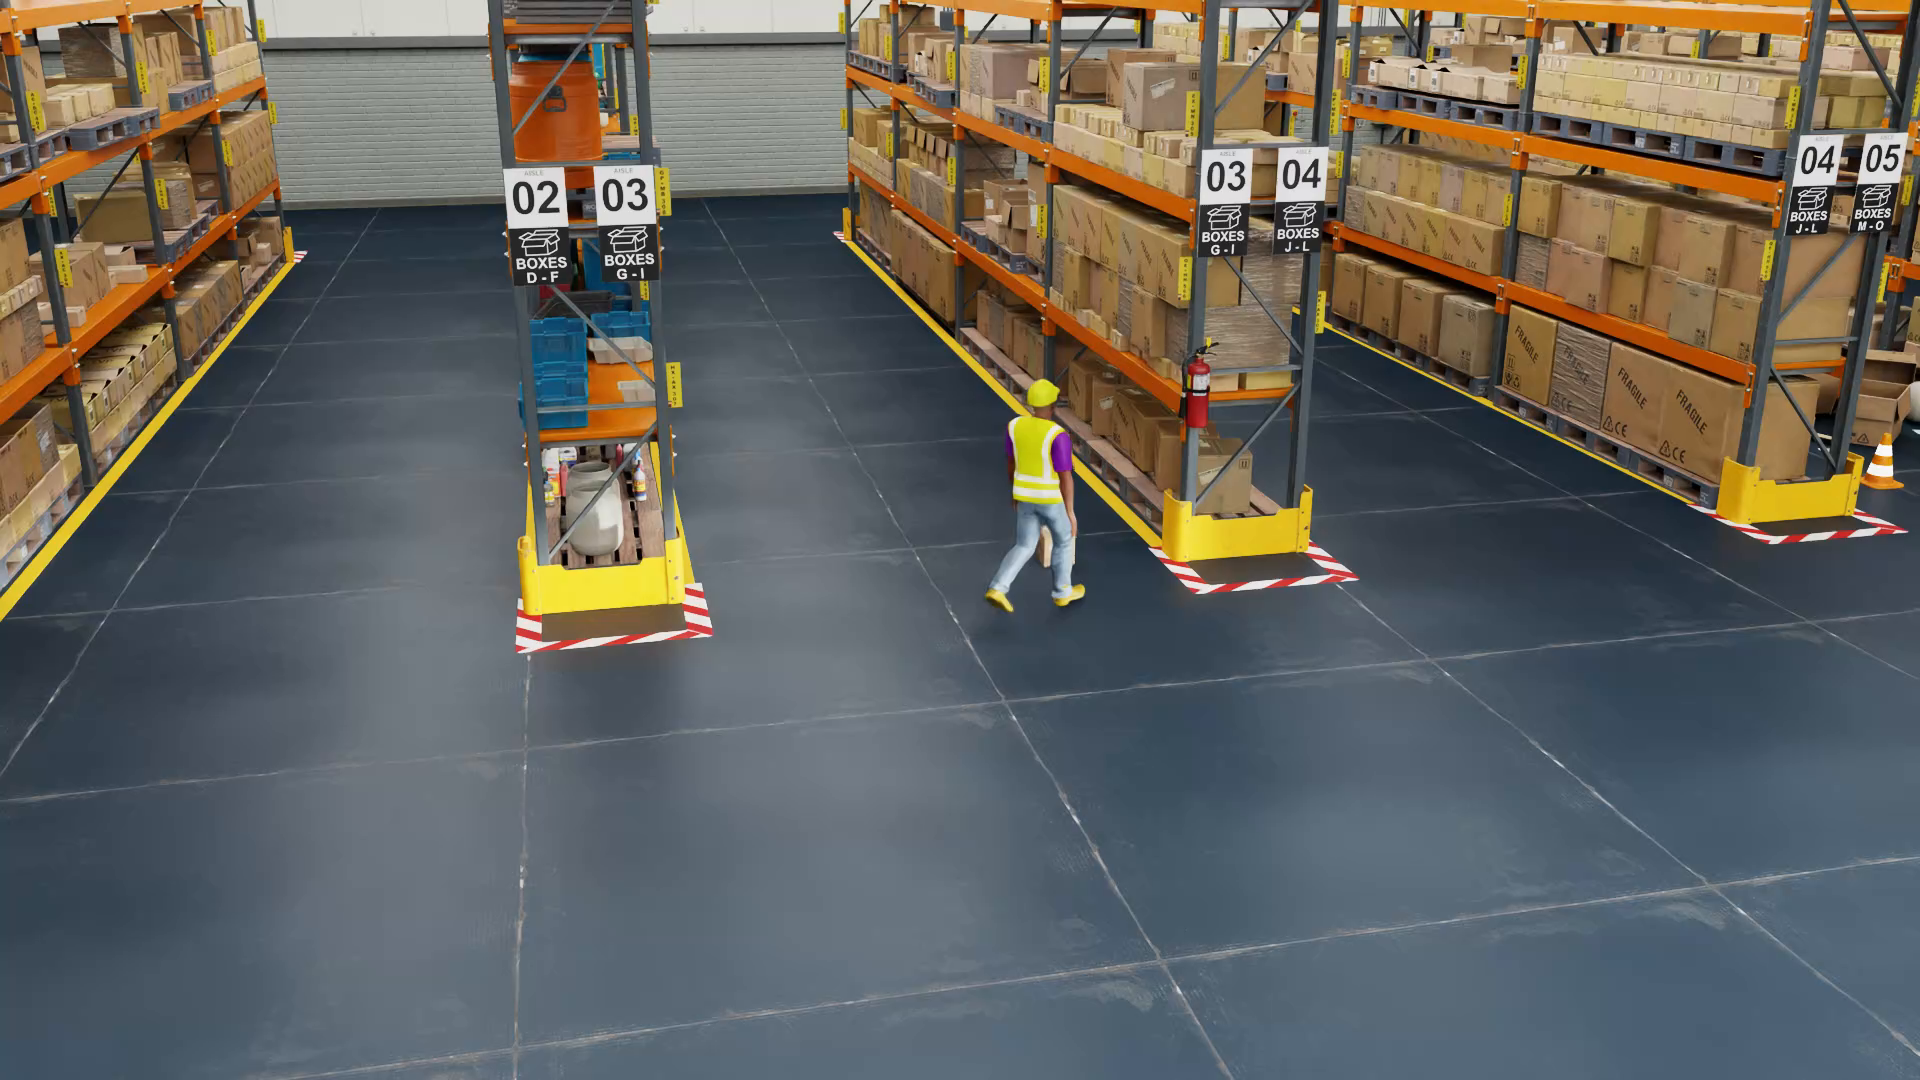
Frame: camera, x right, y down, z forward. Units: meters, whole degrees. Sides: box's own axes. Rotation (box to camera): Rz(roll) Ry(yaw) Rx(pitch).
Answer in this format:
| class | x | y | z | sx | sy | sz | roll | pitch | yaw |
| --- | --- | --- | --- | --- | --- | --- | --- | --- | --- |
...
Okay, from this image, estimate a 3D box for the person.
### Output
| class | x | y | z | sx | sy | sz | roll | pitch | yaw |
| --- | --- | --- | --- | --- | --- | --- | --- | --- | --- |
| person | 0.582 | -0.297 | 11.886 | 0.660 | 1.739 | 0.930 | 14 | 24 | 34 |
